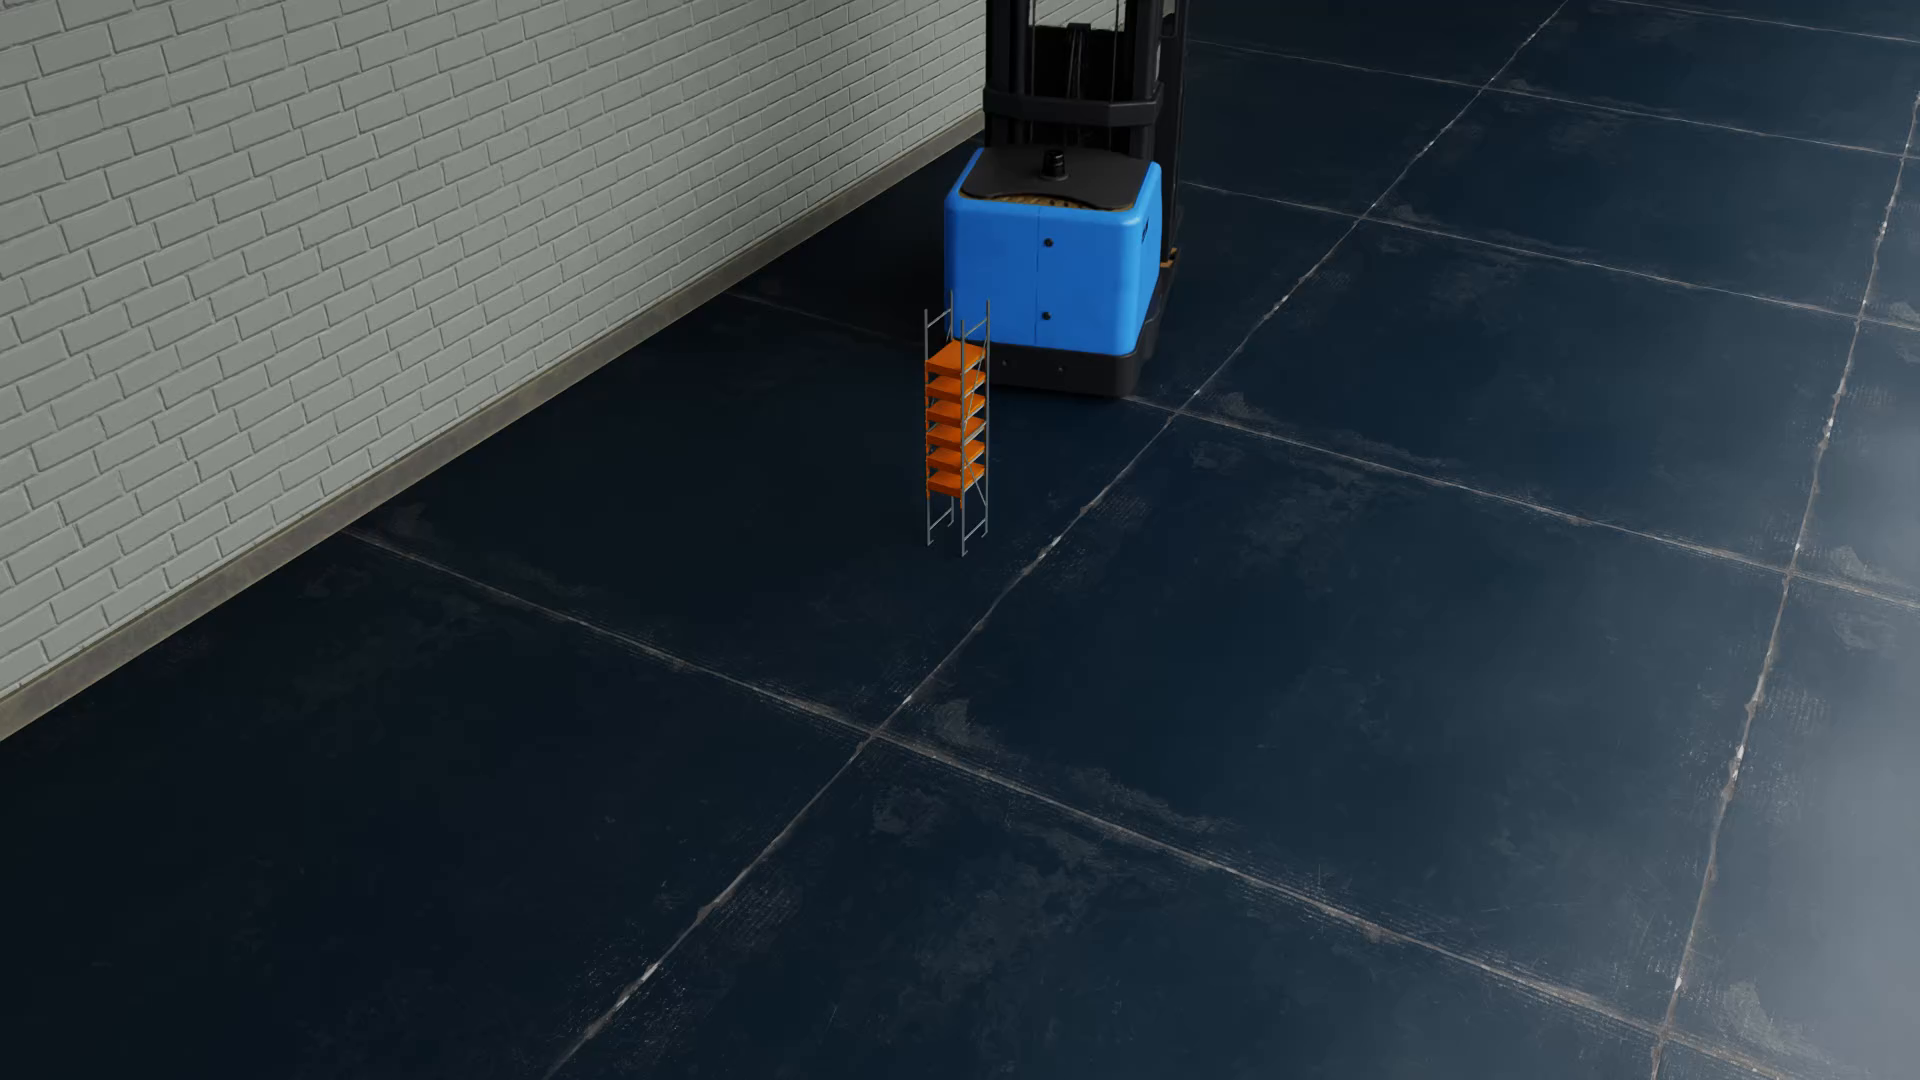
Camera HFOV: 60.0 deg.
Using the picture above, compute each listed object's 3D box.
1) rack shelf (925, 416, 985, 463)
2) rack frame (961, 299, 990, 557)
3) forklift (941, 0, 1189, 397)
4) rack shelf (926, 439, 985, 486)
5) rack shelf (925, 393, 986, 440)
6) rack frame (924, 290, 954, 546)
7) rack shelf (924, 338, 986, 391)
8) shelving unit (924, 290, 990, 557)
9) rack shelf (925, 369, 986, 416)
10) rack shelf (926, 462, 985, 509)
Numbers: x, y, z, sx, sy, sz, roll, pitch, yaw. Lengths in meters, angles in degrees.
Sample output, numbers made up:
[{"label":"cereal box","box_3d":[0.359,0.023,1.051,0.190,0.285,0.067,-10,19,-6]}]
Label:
[{"label":"rack shelf","box_3d":[-0.013,-0.466,7.448,0.180,0.103,0.258,18,37,24]},{"label":"rack frame","box_3d":[0.067,-0.478,7.386,0.006,1.200,0.240,18,37,24]},{"label":"forklift","box_3d":[0.737,-2.782,9.284,1.130,2.935,3.031,7,34,11]},{"label":"rack shelf","box_3d":[-0.013,-0.367,7.515,0.180,0.103,0.258,18,37,24]},{"label":"rack shelf","box_3d":[-0.013,-0.566,7.382,0.180,0.103,0.258,18,37,24]},{"label":"rack frame","box_3d":[-0.092,-0.529,7.461,0.006,1.200,0.240,18,37,24]},{"label":"rack shelf","box_3d":[-0.013,-0.766,7.249,0.180,0.103,0.258,18,37,24]},{"label":"shelving unit","box_3d":[-0.013,-0.503,7.423,0.189,1.200,0.258,18,37,24]},{"label":"rack shelf","box_3d":[-0.013,-0.666,7.315,0.180,0.103,0.258,18,37,24]},{"label":"rack shelf","box_3d":[-0.013,-0.267,7.581,0.180,0.103,0.258,18,37,24]}]
